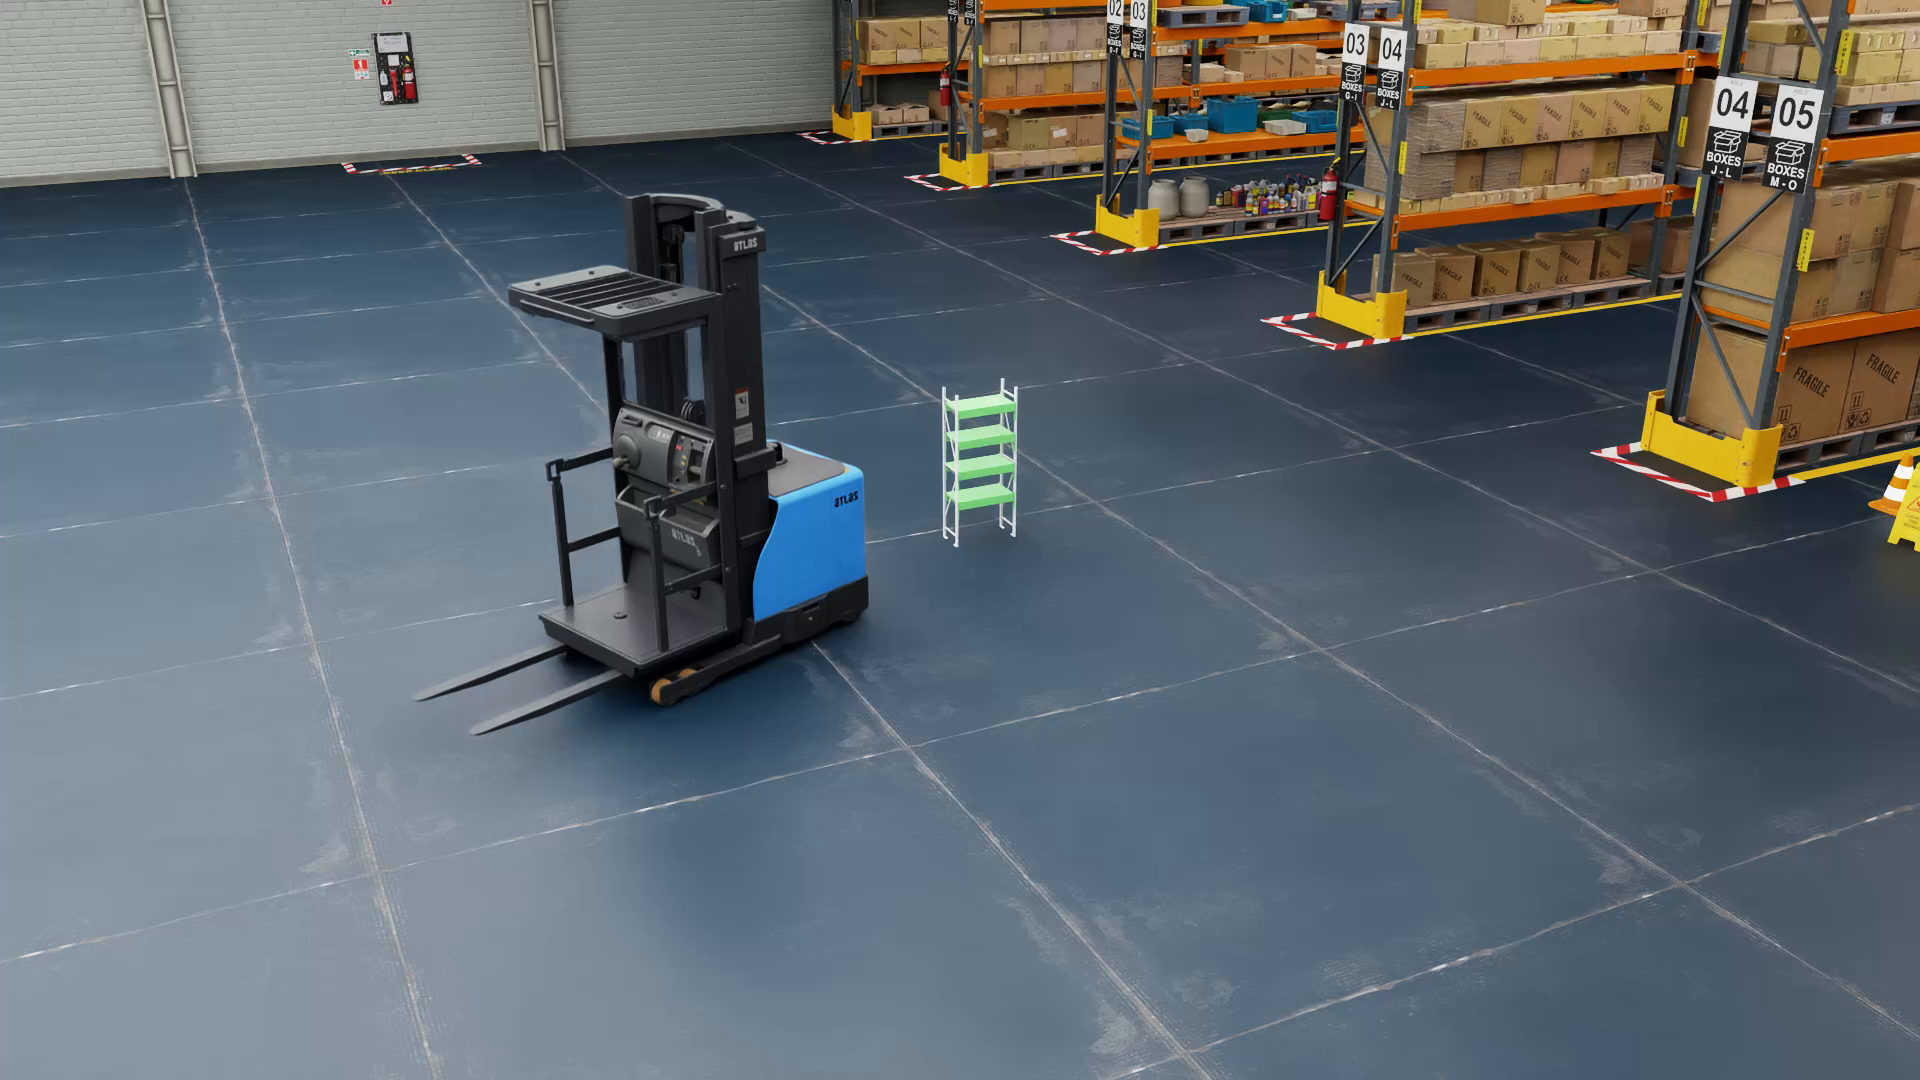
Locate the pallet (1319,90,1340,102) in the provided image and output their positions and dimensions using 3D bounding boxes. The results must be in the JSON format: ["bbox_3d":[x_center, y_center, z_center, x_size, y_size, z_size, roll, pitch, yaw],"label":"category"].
[{"bbox_3d":[8.076,-9.437,35.273,1.213,0.211,1.003,-10,25,-24],"label":"pallet"}]

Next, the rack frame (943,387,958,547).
[{"bbox_3d":[-0.071,-0.541,12.489,0.015,1.200,0.240,-10,25,-24],"label":"rack frame"}]

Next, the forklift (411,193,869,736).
[{"bbox_3d":[-1.997,-0.547,10.239,1.130,2.935,3.031,19,29,39],"label":"forklift"}]

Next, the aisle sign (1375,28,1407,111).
[{"bbox_3d":[4.445,-4.856,17.159,0.004,0.787,0.394,-10,25,-24],"label":"aisle sign"}]

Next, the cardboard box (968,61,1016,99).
[{"bbox_3d":[0.504,-7.302,26.337,0.500,0.500,0.700,-10,25,-24],"label":"cardboard box"}]

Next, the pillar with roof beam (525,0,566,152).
[{"bbox_3d":[-5.358,-9.596,24.168,0.400,9.000,9.100,-10,25,-24],"label":"pillar with roof beam"}]

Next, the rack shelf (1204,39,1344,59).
[{"bbox_3d":[6.937,-10.216,34.448,4.000,0.370,1.077,-10,25,-24],"label":"rack shelf"}]

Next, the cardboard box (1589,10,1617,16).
[{"bbox_3d":[7.338,-5.917,18.876,0.250,0.149,0.380,-12,25,-26],"label":"cardboard box"}]

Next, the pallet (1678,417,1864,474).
[{"bbox_3d":[7.118,-0.913,14.680,1.213,0.211,1.003,-10,25,-24],"label":"pallet"}]

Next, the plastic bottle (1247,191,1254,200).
[{"bbox_3d":[4.122,-4.857,23.644,0.097,0.201,0.097,0,22,0],"label":"plastic bottle"}]

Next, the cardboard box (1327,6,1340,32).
[{"bbox_3d":[7.520,-10.741,34.230,0.500,0.500,0.500,-10,25,-24],"label":"cardboard box"}]

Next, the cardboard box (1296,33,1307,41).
[{"bbox_3d":[6.909,-10.342,34.116,0.250,0.149,0.380,-10,25,-23],"label":"cardboard box"}]

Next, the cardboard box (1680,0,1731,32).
[{"bbox_3d":[8.442,-6.103,18.966,0.637,0.503,0.797,-12,25,-26],"label":"cardboard box"}]

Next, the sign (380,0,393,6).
[{"bbox_3d":[-9.518,-9.015,27.577,0.199,0.298,0.001,-10,25,-24],"label":"sign"}]

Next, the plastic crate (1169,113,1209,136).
[{"bbox_3d":[3.132,-5.698,22.788,0.408,0.251,0.499,-10,25,-24],"label":"plastic crate"}]

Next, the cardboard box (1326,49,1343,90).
[{"bbox_3d":[8.209,-9.928,35.074,0.750,0.750,0.750,-10,25,-23],"label":"cardboard box"}]

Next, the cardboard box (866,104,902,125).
[{"bbox_3d":[-1.411,-7.934,30.935,0.500,0.311,0.500,-14,26,-30],"label":"cardboard box"}]

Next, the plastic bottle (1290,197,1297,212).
[{"bbox_3d":[4.665,-4.703,23.272,0.097,0.201,0.097,0,22,0],"label":"plastic bottle"}]

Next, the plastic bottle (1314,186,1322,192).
[{"bbox_3d":[5.112,-4.892,23.633,0.135,0.276,0.152,-10,25,-24],"label":"plastic bottle"}]

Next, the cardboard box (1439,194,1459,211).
[{"bbox_3d":[5.196,-3.688,18.067,0.250,0.149,0.380,-10,25,-24],"label":"cardboard box"}]

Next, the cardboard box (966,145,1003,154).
[{"bbox_3d":[0.433,-6.297,27.087,0.500,0.250,0.500,-10,25,-24],"label":"cardboard box"}]

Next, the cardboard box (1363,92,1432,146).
[{"bbox_3d":[4.759,-4.590,18.090,0.500,0.500,0.500,-10,25,-24],"label":"cardboard box"}]

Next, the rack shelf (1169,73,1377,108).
[{"bbox_3d":[5.484,-7.846,28.722,4.000,0.370,1.077,-10,25,-24],"label":"rack shelf"}]

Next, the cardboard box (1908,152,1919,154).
[{"bbox_3d":[12.135,-5.128,21.086,0.500,0.500,0.500,-10,24,-22],"label":"cardboard box"}]

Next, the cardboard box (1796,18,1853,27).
[{"bbox_3d":[7.044,-4.177,13.603,0.250,0.149,0.380,-10,25,-23],"label":"cardboard box"}]

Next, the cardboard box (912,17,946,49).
[{"bbox_3d":[-0.595,-9.313,30.517,0.500,0.500,0.500,-11,25,-25],"label":"cardboard box"}]

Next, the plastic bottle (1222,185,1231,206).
[{"bbox_3d":[3.785,-4.905,23.653,0.133,0.283,0.061,-10,24,-22],"label":"plastic bottle"}]

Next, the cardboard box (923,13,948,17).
[{"bbox_3d":[-0.366,-9.578,31.156,0.500,0.500,0.500,-10,25,-23],"label":"cardboard box"}]

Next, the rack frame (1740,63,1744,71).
[{"bbox_3d":[13.035,-7.466,26.863,0.127,3.000,1.000,-10,25,-24],"label":"rack frame"}]

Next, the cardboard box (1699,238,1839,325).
[{"bbox_3d":[6.746,-2.188,13.919,0.550,0.550,0.875,-10,25,-24],"label":"cardboard box"}]

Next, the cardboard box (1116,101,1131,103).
[{"bbox_3d":[3.107,-8.903,33.028,0.500,0.500,0.700,-10,25,-23],"label":"cardboard box"}]

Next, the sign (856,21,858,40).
[{"bbox_3d":[-1.838,-9.102,29.686,0.005,0.325,0.100,-10,25,-24],"label":"sign"}]

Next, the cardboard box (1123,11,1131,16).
[{"bbox_3d":[2.830,-8.332,27.129,0.500,0.500,0.700,-10,25,-24],"label":"cardboard box"}]

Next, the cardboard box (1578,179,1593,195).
[{"bbox_3d":[6.969,-4.044,18.925,0.250,0.149,0.380,-10,25,-24],"label":"cardboard box"}]

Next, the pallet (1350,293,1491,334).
[{"bbox_3d":[5.187,-2.615,18.791,1.213,0.211,1.003,-10,25,-24],"label":"pallet"}]

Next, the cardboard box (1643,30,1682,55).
[{"bbox_3d":[7.678,-5.583,18.589,0.500,0.250,0.500,-9,24,-22],"label":"cardboard box"}]

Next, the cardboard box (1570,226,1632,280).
[{"bbox_3d":[7.597,-3.418,19.805,0.500,0.500,0.500,-11,25,-25],"label":"cardboard box"}]

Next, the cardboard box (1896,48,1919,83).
[{"bbox_3d":[7.434,-3.813,13.244,0.500,0.250,0.500,-11,25,-24],"label":"cardboard box"}]

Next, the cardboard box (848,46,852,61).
[{"bbox_3d":[-1.737,-8.974,30.676,0.500,0.250,0.500,-10,25,-23],"label":"cardboard box"}]

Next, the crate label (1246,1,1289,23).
[{"bbox_3d":[4.053,-6.989,21.984,0.408,0.251,0.502,-10,25,-24],"label":"crate label"}]

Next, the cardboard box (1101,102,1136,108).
[{"bbox_3d":[2.681,-7.062,27.953,0.500,0.500,0.500,-10,25,-24],"label":"cardboard box"}]

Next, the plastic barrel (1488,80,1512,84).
[{"bbox_3d":[7.835,-6.478,24.300,0.433,0.535,0.433,0,22,0],"label":"plastic barrel"}]

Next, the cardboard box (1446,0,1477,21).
[{"bbox_3d":[5.658,-5.913,18.018,0.500,0.500,0.500,-10,25,-24],"label":"cardboard box"}]

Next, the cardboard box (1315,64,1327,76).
[{"bbox_3d":[6.162,-8.163,28.876,0.250,0.149,0.380,-9,24,-20],"label":"cardboard box"}]

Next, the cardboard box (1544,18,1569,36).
[{"bbox_3d":[6.341,-5.544,17.975,0.250,0.149,0.380,-11,25,-26],"label":"cardboard box"}]

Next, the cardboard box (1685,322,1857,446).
[{"bbox_3d":[7.013,-1.390,14.414,0.875,0.875,0.875,-10,25,-23],"label":"cardboard box"}]

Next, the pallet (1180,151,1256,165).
[{"bbox_3d":[4.329,-6.693,28.644,1.213,0.211,1.003,-10,25,-24],"label":"pallet"}]

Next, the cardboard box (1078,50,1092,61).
[{"bbox_3d":[1.910,-7.774,26.630,0.250,0.149,0.380,-10,25,-23],"label":"cardboard box"}]

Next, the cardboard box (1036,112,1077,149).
[{"bbox_3d":[1.552,-6.636,26.925,0.500,0.500,0.500,-10,25,-24],"label":"cardboard box"}]

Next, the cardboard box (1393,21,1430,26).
[{"bbox_3d":[4.771,-5.425,17.688,0.250,0.149,0.380,-11,25,-25],"label":"cardboard box"}]

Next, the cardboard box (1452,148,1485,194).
[{"bbox_3d":[5.277,-4.158,18.353,0.500,0.500,0.875,-10,25,-24],"label":"cardboard box"}]

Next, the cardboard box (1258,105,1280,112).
[{"bbox_3d":[5.294,-7.447,29.132,0.500,0.311,0.500,-11,25,-24],"label":"cardboard box"}]

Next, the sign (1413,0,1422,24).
[{"bbox_3d":[4.606,-5.371,16.739,0.005,0.325,0.100,-10,25,-24],"label":"sign"}]

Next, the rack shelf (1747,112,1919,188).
[{"bbox_3d":[8.233,-3.427,14.127,4.000,0.370,1.077,-10,25,-24],"label":"rack shelf"}]

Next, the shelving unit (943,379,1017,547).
[{"bbox_3d":[0.149,-0.582,12.587,0.503,1.200,0.258,-10,25,-24],"label":"shelving unit"}]

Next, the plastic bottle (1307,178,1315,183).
[{"bbox_3d":[5.070,-5.118,24.179,0.135,0.276,0.152,-9,24,-22],"label":"plastic bottle"}]

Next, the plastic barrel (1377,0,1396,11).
[{"bbox_3d":[6.191,-7.915,23.372,0.708,0.901,0.600,-10,25,-24],"label":"plastic barrel"}]
